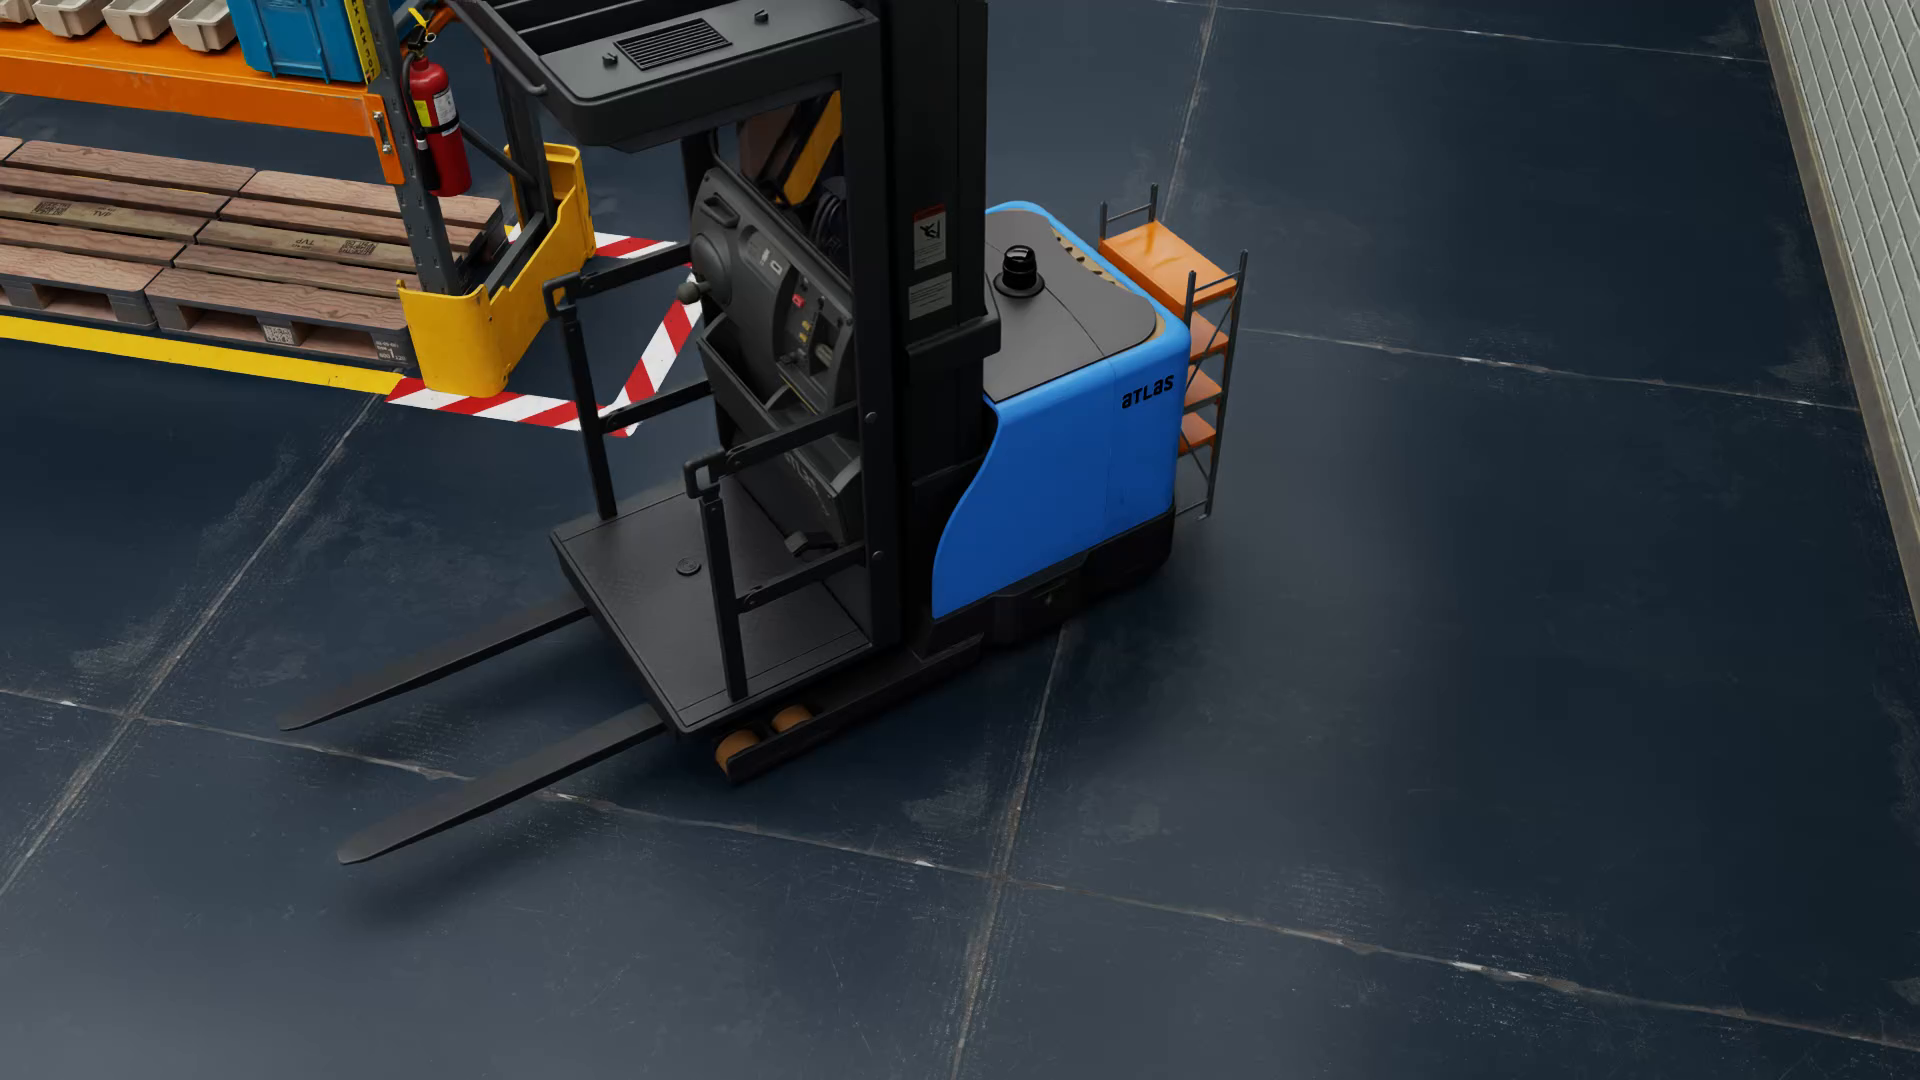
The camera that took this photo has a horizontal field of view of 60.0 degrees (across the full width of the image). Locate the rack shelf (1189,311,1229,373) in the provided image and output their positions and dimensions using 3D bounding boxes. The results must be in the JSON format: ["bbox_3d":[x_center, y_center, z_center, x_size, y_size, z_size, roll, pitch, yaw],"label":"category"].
[{"bbox_3d":[0.720,-0.740,5.928,0.258,0.148,0.480,-24,49,-23],"label":"rack shelf"}]

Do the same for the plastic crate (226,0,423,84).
[{"bbox_3d":[-2.344,-2.032,6.129,0.499,0.435,0.616,9,45,9],"label":"plastic crate"}]

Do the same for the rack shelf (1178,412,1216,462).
[{"bbox_3d":[0.720,-0.435,6.220,0.258,0.148,0.480,-24,49,-23],"label":"rack shelf"}]

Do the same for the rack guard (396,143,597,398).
[{"bbox_3d":[-1.950,-1.178,7.113,0.348,0.500,1.175,9,45,9],"label":"rack guard"}]

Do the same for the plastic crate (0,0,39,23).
[{"bbox_3d":[-3.662,-2.112,6.429,0.250,0.136,0.298,9,45,9],"label":"plastic crate"}]

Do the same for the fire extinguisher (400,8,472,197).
[{"bbox_3d":[-1.929,-1.581,6.054,0.183,0.674,0.296,9,45,9],"label":"fire extinguisher"}]

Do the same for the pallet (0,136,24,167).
[{"bbox_3d":[-5.154,-1.589,7.749,1.213,0.211,1.003,9,45,9],"label":"pallet"}]

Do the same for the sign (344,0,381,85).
[{"bbox_3d":[-2.081,-1.757,5.795,0.005,0.325,0.100,9,45,9],"label":"sign"}]

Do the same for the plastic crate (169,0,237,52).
[{"bbox_3d":[-2.812,-2.001,6.313,0.243,0.136,0.396,9,45,9],"label":"plastic crate"}]

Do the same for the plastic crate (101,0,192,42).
[{"bbox_3d":[-3.092,-2.054,6.368,0.243,0.136,0.396,9,45,9],"label":"plastic crate"}]

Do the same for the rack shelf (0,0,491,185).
[{"bbox_3d":[-3.928,-2.117,6.805,4.000,0.370,1.077,9,45,9],"label":"rack shelf"}]

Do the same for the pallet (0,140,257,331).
[{"bbox_3d":[-3.960,-1.406,7.558,1.213,0.211,1.003,9,45,9],"label":"pallet"}]

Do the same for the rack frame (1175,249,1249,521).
[{"bbox_3d":[0.852,-0.485,5.888,0.240,1.200,0.015,-24,49,-23],"label":"rack frame"}]

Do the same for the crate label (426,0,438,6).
[{"bbox_3d":[-2.146,-2.295,6.549,0.303,0.233,0.416,9,45,9],"label":"crate label"}]

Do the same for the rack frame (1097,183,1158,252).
[{"bbox_3d":[0.588,-0.769,6.184,0.240,1.200,0.015,-24,49,-23],"label":"rack frame"}]

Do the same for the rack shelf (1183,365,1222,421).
[{"bbox_3d":[0.720,-0.578,6.083,0.258,0.148,0.480,-24,49,-23],"label":"rack shelf"}]

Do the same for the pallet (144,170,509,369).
[{"bbox_3d":[-2.773,-1.220,7.365,1.213,0.211,1.003,9,45,9],"label":"pallet"}]

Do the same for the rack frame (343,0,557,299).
[{"bbox_3d":[-1.977,-2.073,6.241,0.127,3.000,1.000,9,45,9],"label":"rack frame"}]

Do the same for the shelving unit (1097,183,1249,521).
[{"bbox_3d":[0.720,-0.627,6.036,0.258,1.200,0.503,-24,49,-23],"label":"shelving unit"}]

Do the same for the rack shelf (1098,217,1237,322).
[{"bbox_3d":[0.720,-0.910,5.764,0.258,0.148,0.480,-24,49,-23],"label":"rack shelf"}]

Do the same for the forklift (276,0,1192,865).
[{"bbox_3d":[-0.741,-0.695,4.858,3.031,2.935,1.130,-24,49,-23],"label":"forklift"}]

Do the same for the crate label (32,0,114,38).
[{"bbox_3d":[-3.369,-2.080,6.395,0.243,0.136,0.396,9,45,9],"label":"crate label"}]
